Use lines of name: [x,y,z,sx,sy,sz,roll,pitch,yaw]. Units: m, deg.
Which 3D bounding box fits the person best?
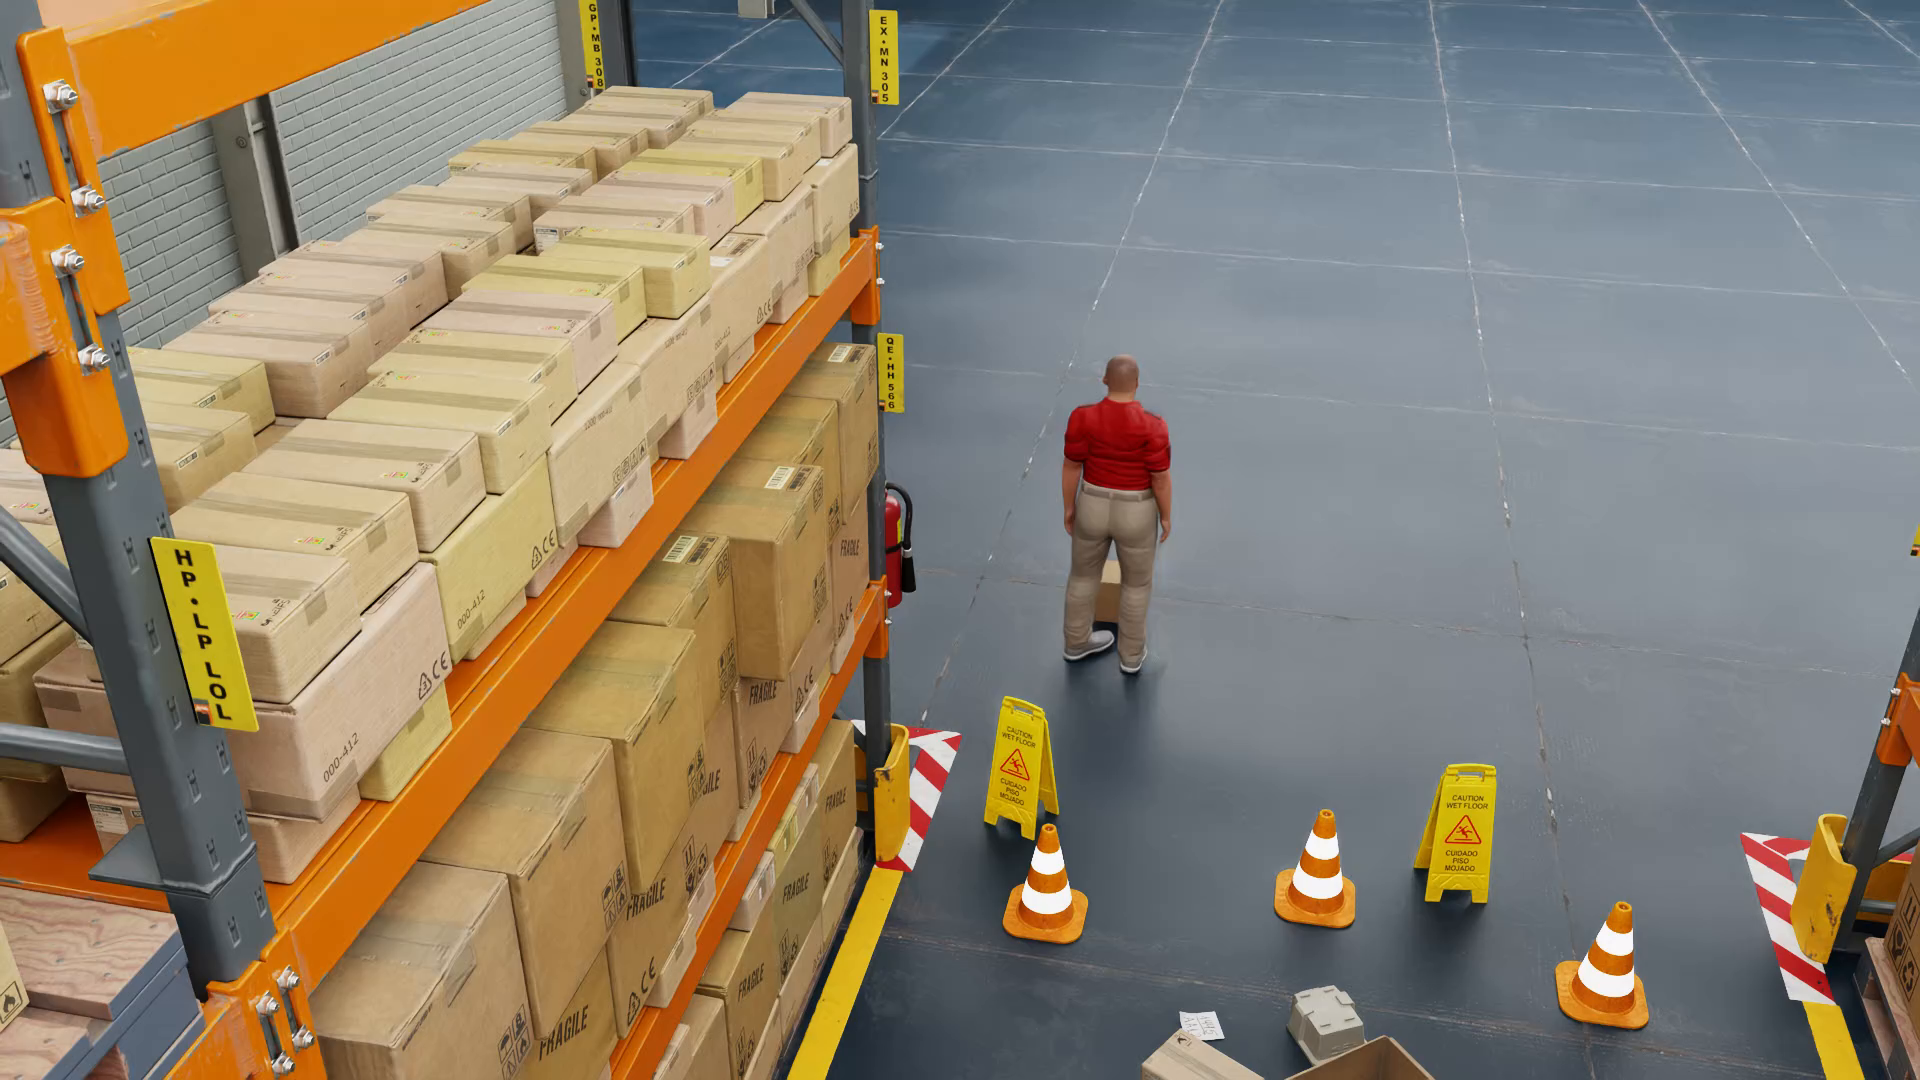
person: [0.790,-0.137,8.374,0.547,1.734,0.376,9,30,17]
